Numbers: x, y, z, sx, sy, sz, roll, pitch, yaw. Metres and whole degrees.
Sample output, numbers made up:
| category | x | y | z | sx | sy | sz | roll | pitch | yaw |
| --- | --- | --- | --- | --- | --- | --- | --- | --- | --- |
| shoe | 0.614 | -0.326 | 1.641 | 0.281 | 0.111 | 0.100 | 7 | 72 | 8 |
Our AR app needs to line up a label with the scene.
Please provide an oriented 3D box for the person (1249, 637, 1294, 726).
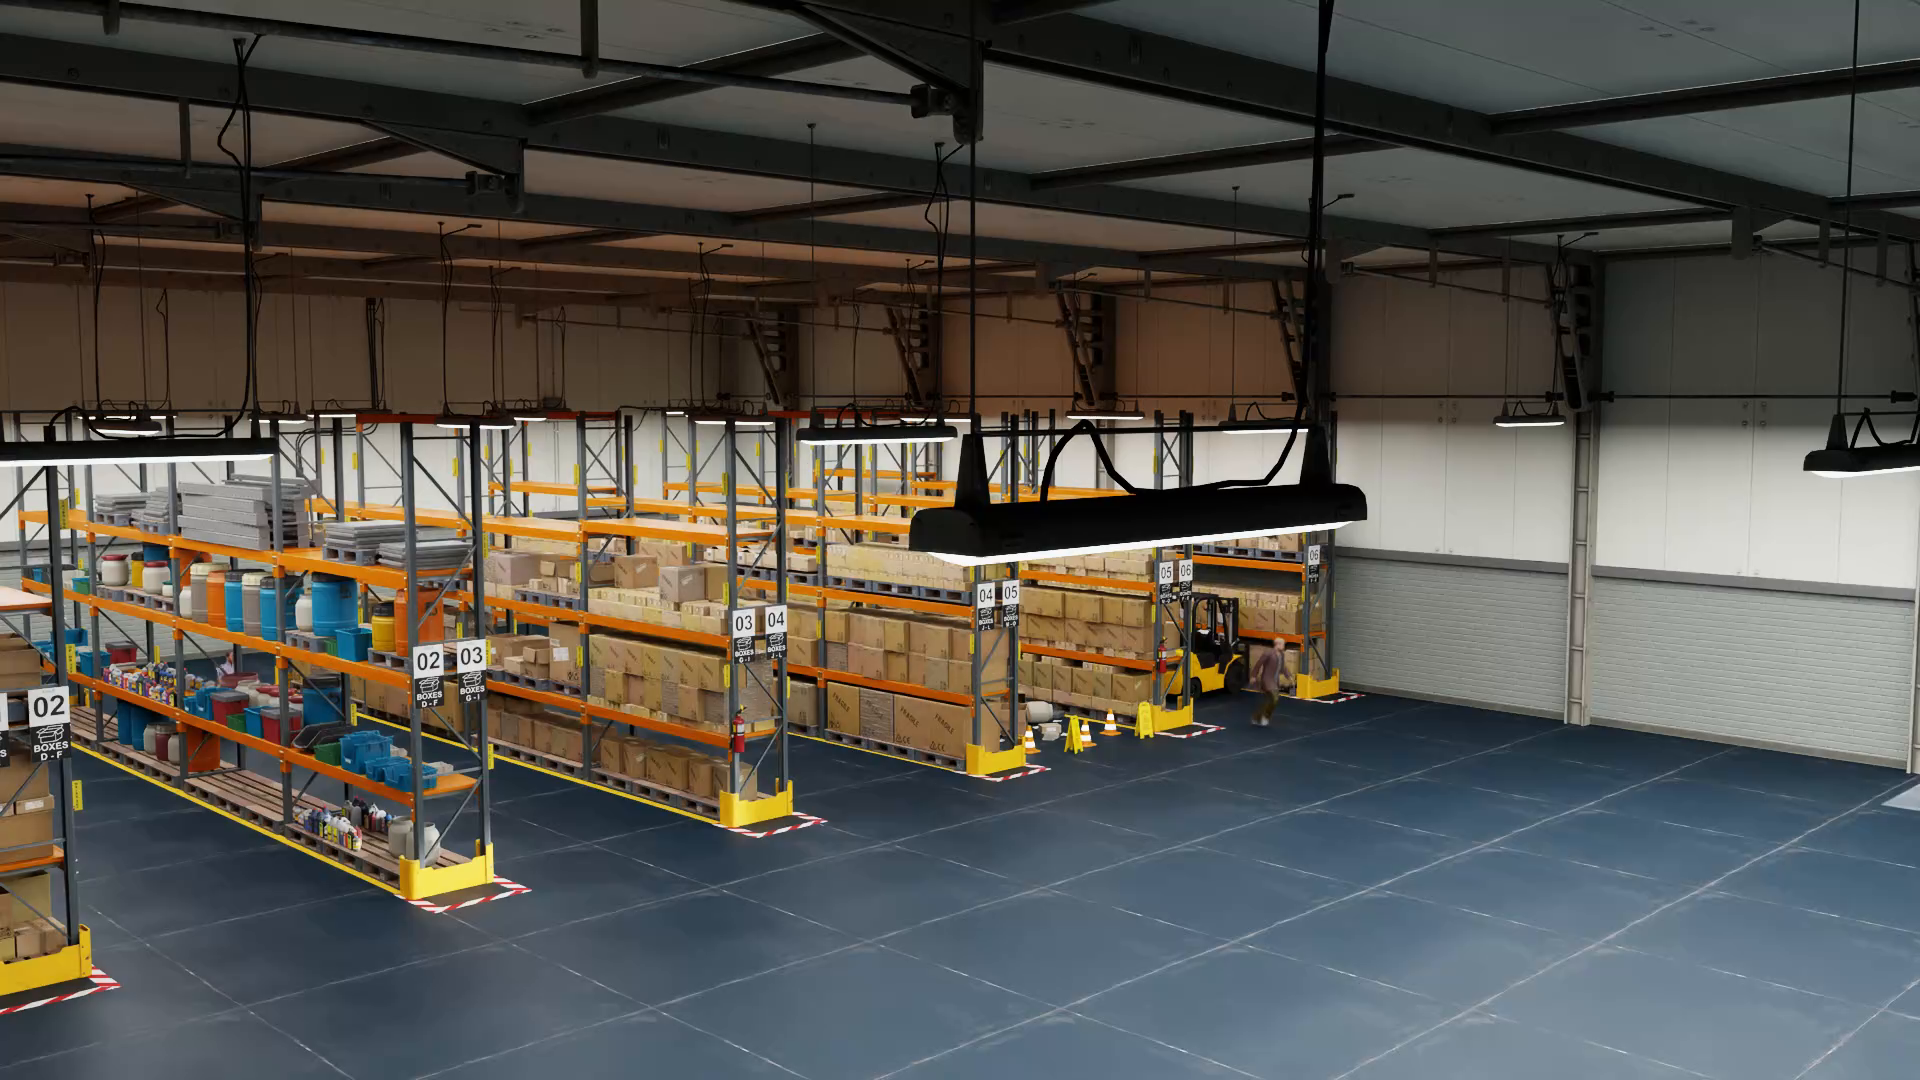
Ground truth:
| category | x | y | z | sx | sy | sz | roll | pitch | yaw |
| --- | --- | --- | --- | --- | --- | --- | --- | --- | --- |
| person | 5.940 | 2.703 | 31.736 | 0.758 | 1.725 | 0.694 | 5 | 7 | 44 |

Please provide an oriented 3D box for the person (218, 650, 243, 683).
| category | x | y | z | sx | sy | sz | roll | pitch | yaw |
| --- | --- | --- | --- | --- | --- | --- | --- | --- | --- |
| person | -13.402 | 2.861 | 30.560 | 0.842 | 1.703 | 0.558 | 4 | 6 | 37 |
